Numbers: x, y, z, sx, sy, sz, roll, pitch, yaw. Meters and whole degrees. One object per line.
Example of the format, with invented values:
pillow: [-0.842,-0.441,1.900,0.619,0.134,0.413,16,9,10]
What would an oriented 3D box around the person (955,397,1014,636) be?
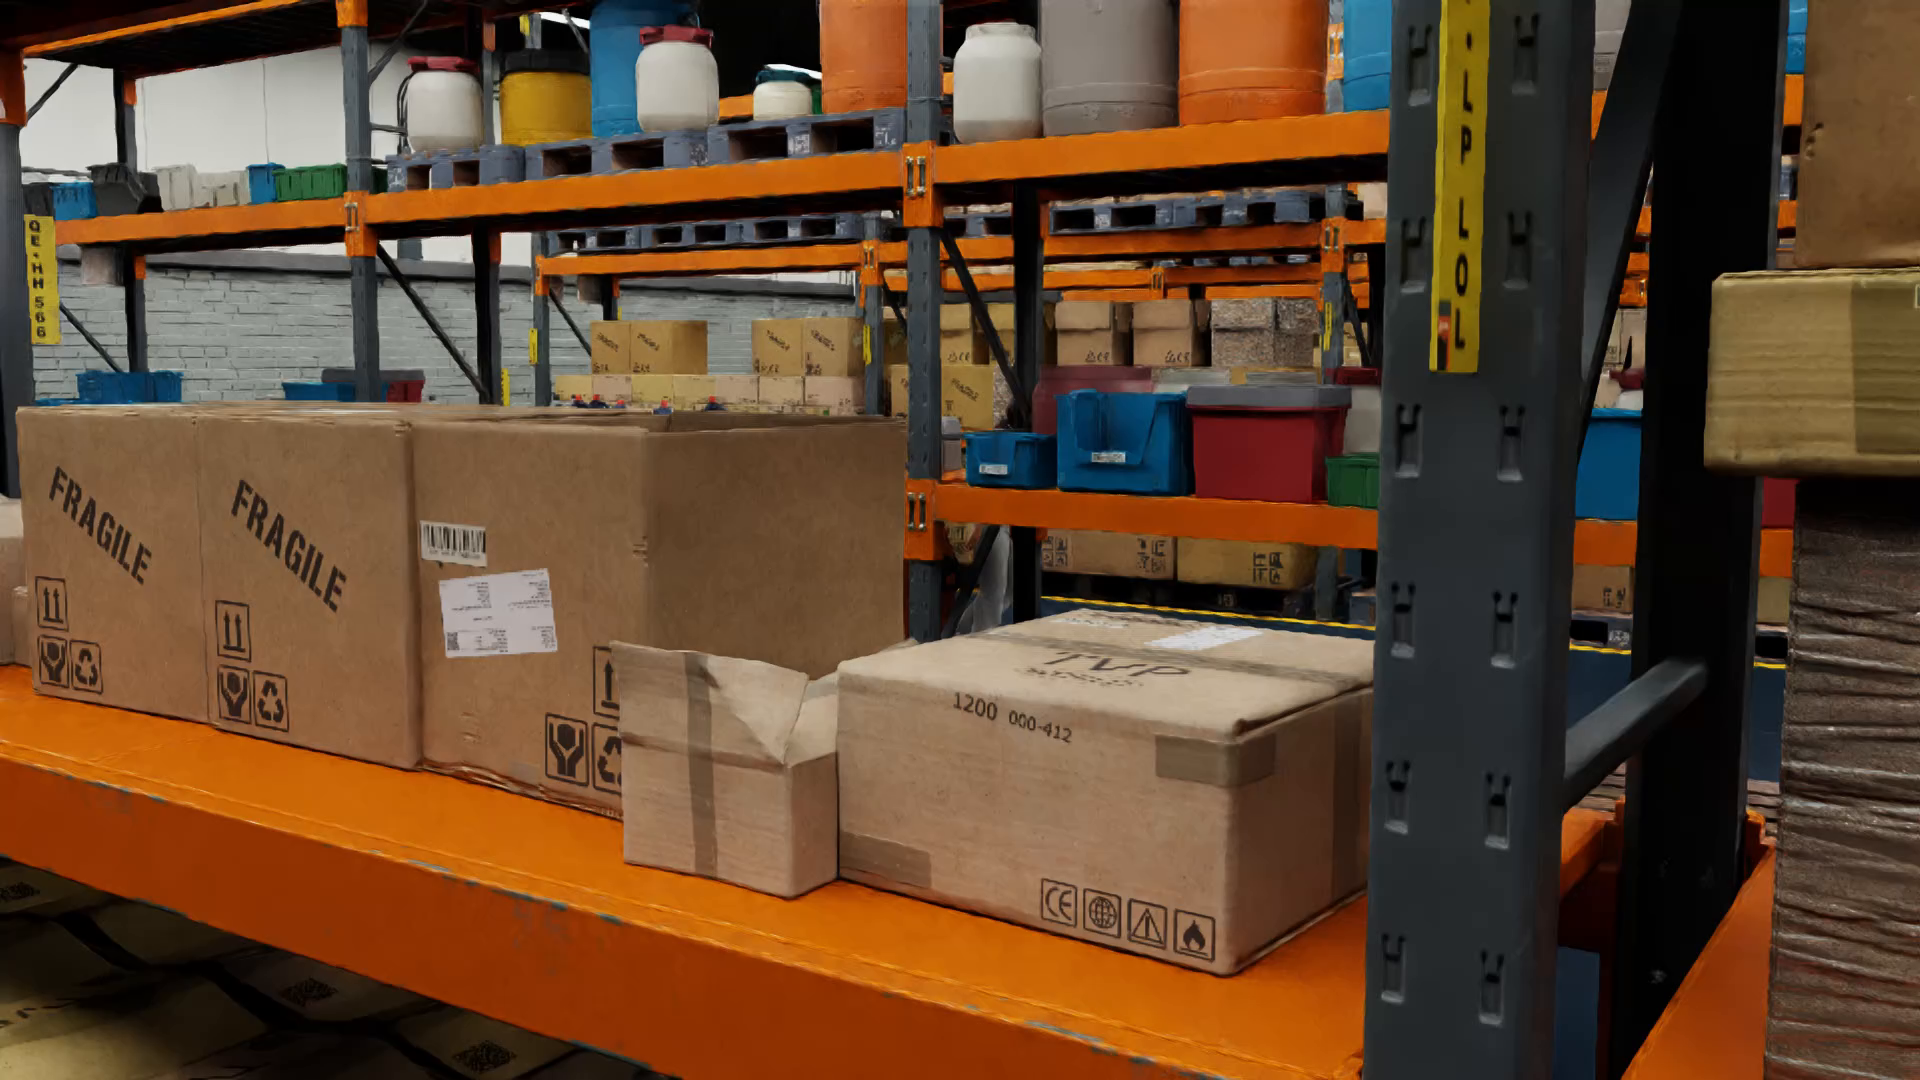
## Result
person: [0.195,-0.044,9.975,0.615,1.650,0.452,1,7,13]
